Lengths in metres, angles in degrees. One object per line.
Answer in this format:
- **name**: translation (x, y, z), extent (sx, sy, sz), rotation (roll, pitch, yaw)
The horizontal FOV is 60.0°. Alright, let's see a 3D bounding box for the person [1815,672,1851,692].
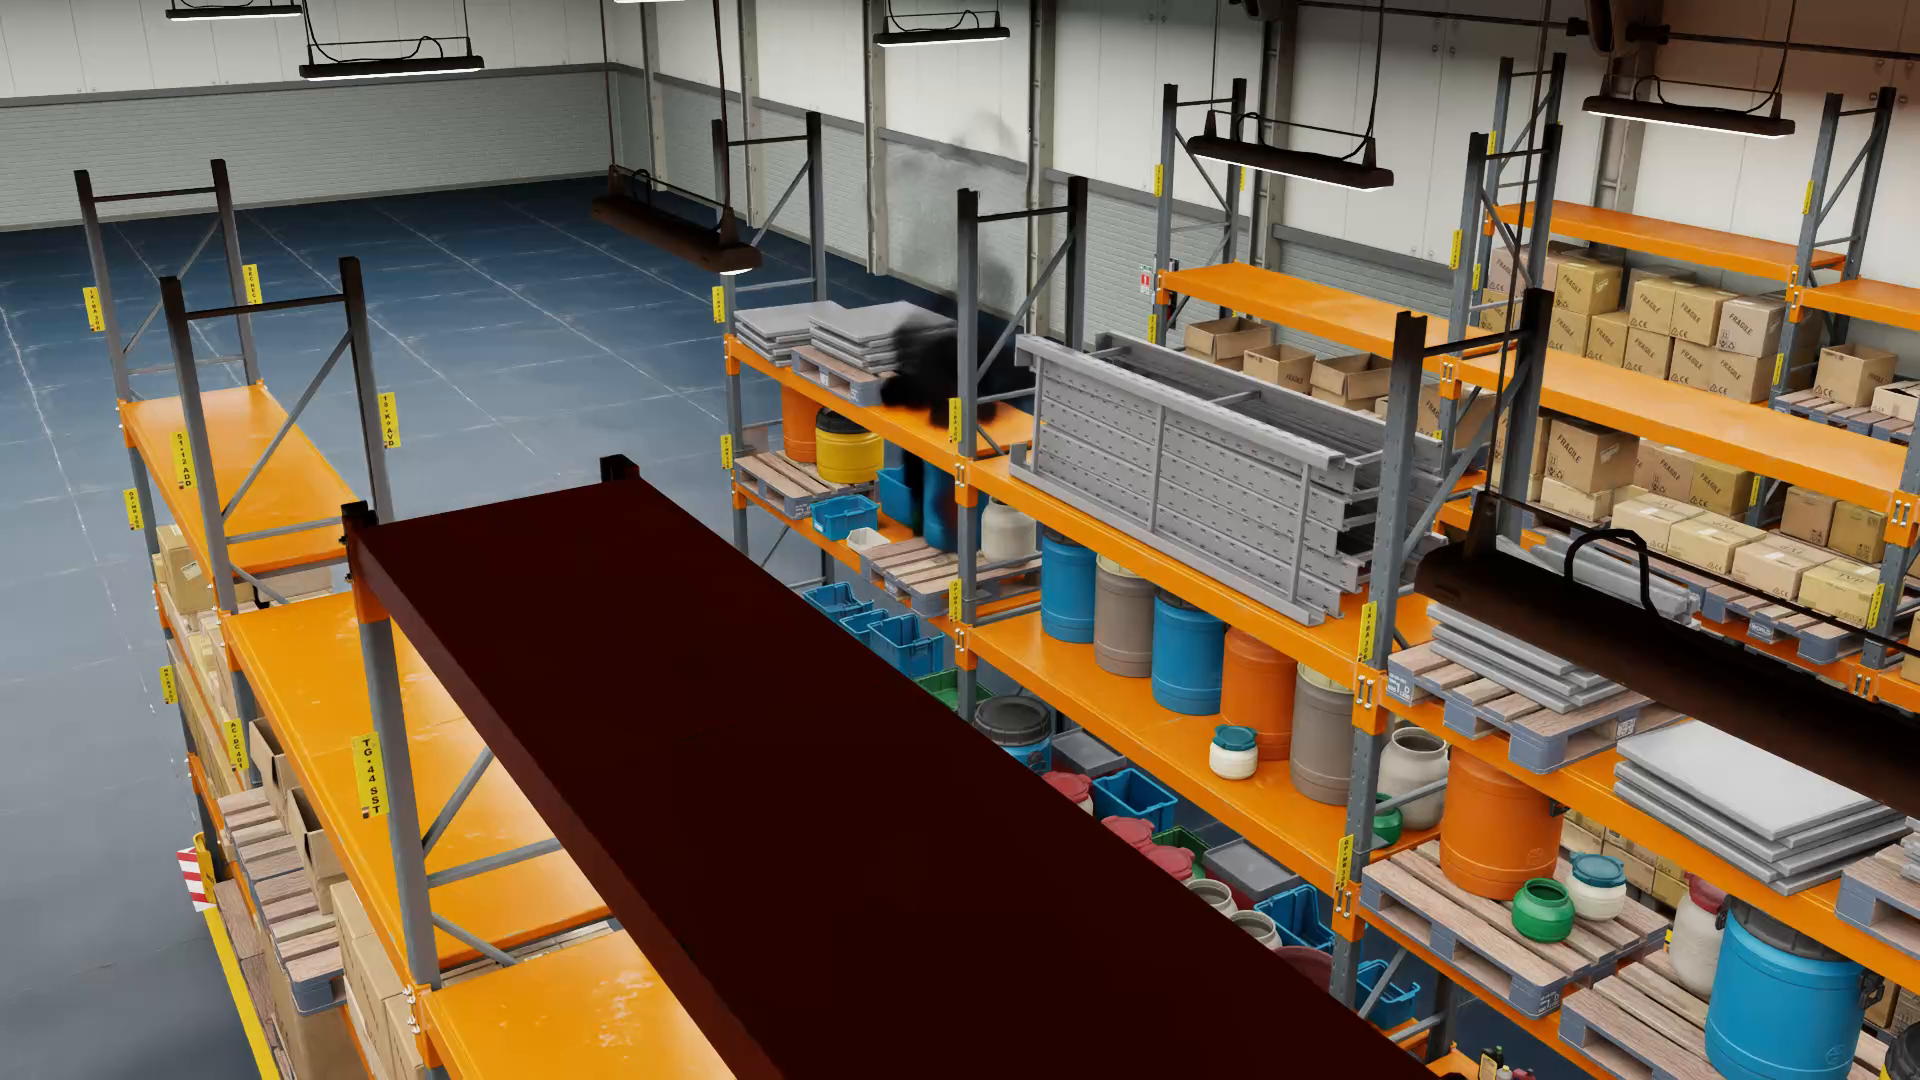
- **person**: translation (7.998, 1.548, 15.172), extent (0.631, 1.823, 0.825), rotation (-17, 27, -36)
